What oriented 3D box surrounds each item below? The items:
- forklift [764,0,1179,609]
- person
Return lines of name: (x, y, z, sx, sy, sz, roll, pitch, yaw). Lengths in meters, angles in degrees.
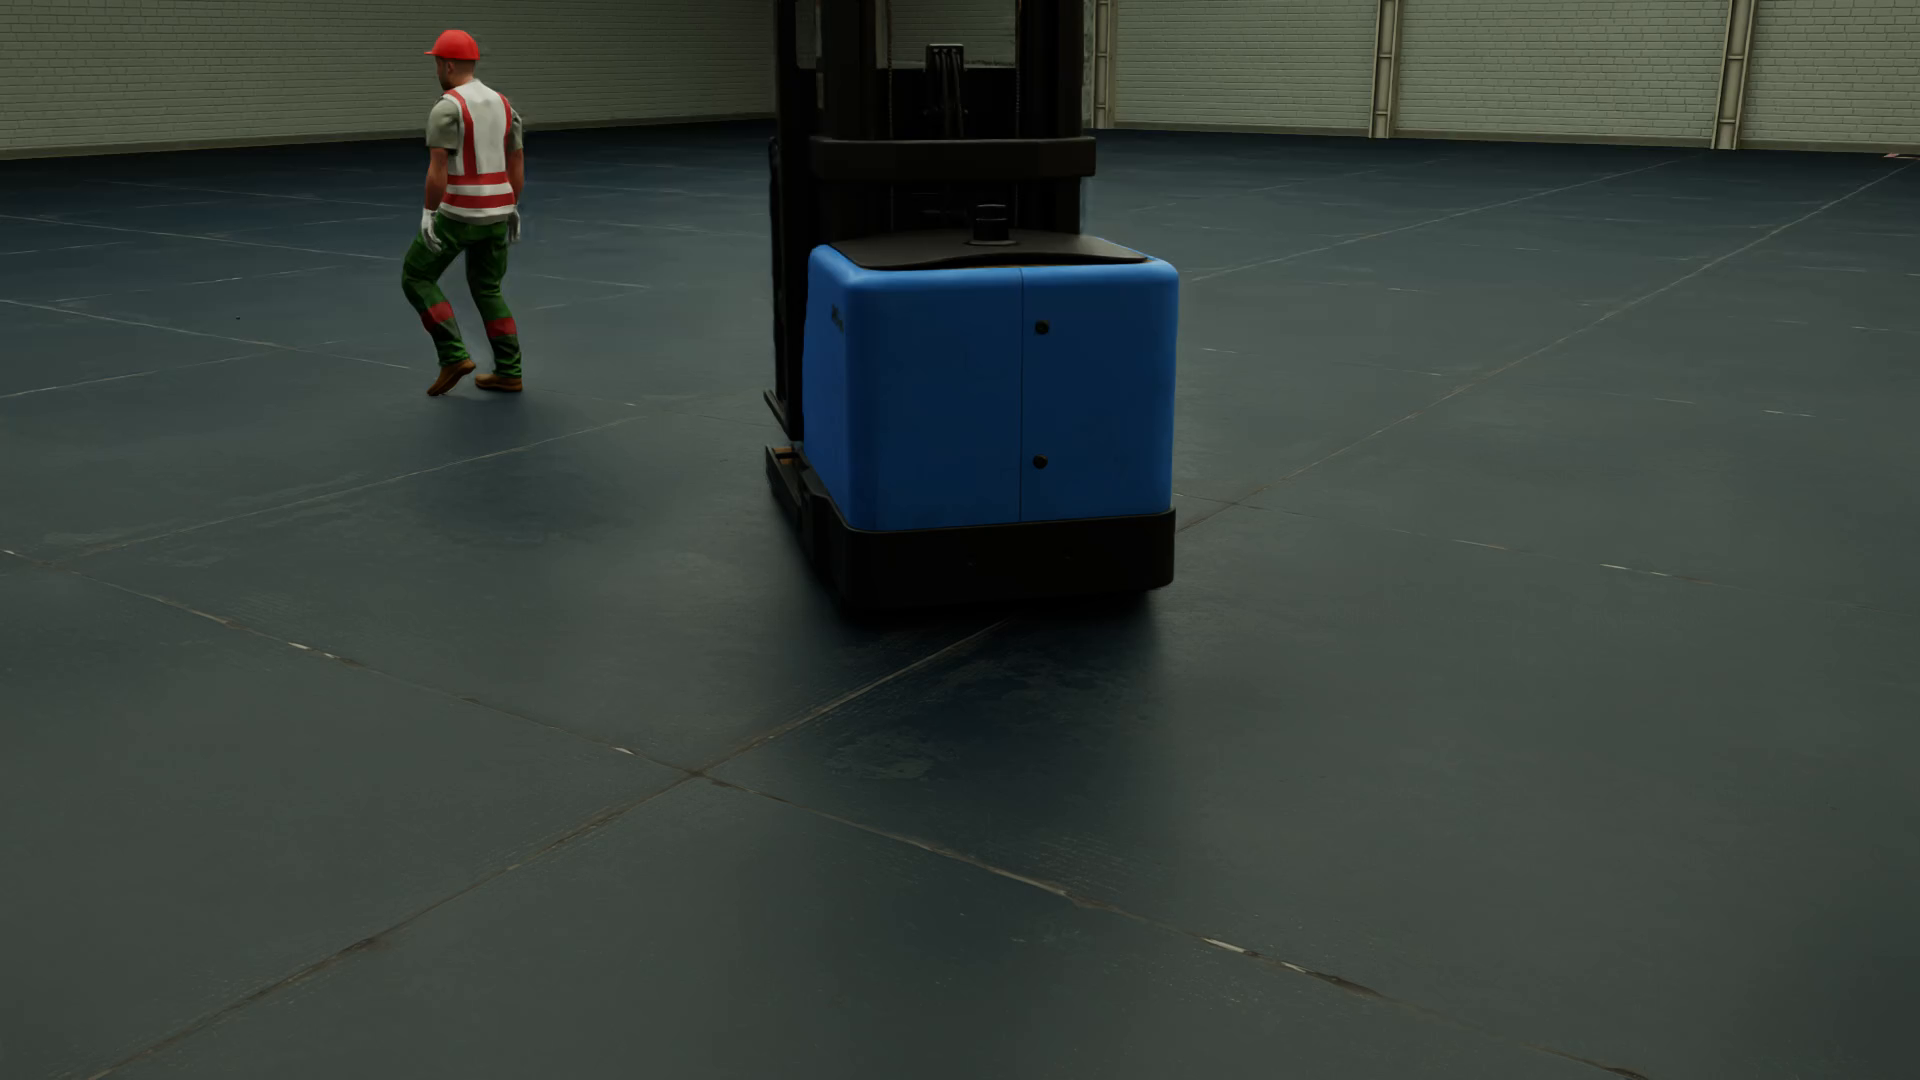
forklift: (-0.161, -1.577, 6.106, 1.130, 2.935, 3.031, -4, 17, -13)
person: (-2.483, -1.612, 8.280, 0.475, 1.781, 0.673, 8, 18, 24)
